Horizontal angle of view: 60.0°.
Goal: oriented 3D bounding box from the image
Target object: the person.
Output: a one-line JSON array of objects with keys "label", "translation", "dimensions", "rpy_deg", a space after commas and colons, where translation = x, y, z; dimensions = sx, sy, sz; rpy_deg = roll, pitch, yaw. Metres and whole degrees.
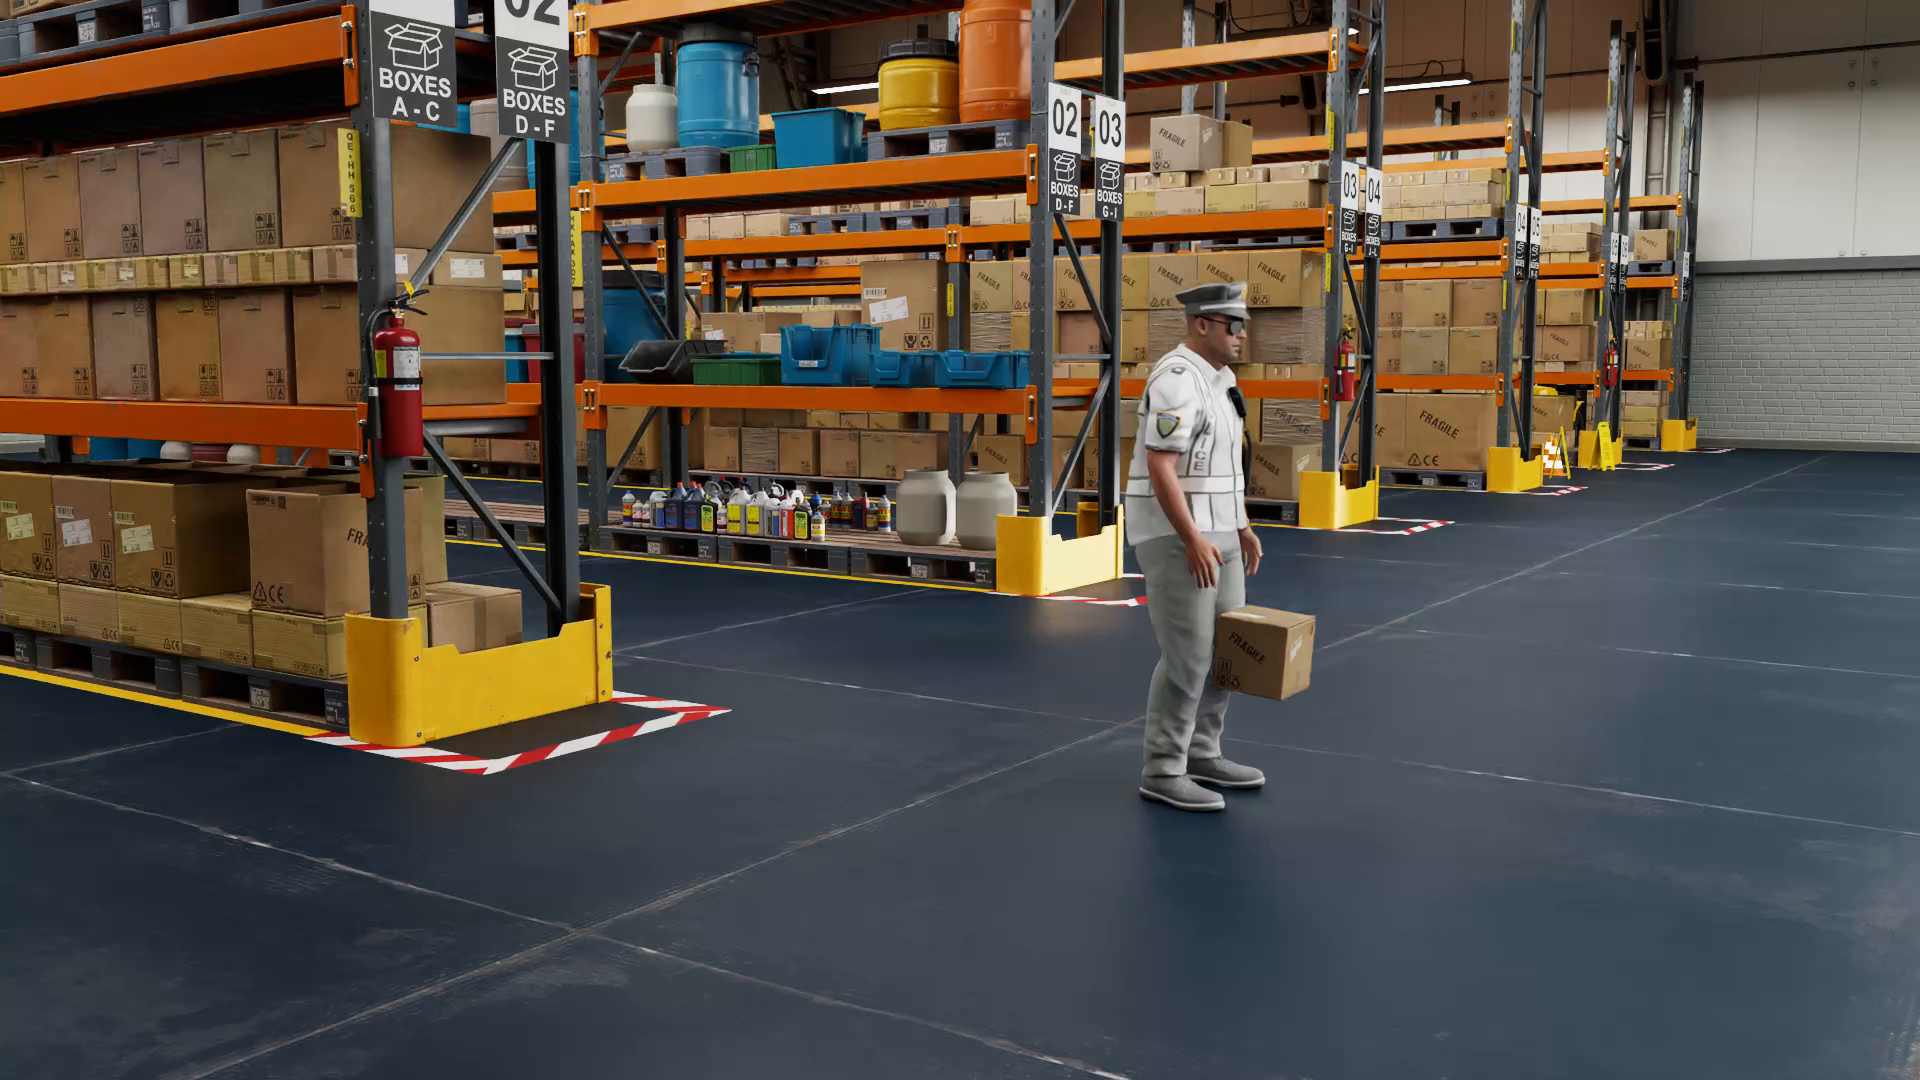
[{"label": "person", "translation": [0.808, -0.002, 5.720], "dimensions": [0.434, 1.755, 0.560], "rpy_deg": [4, 7, 32]}]
